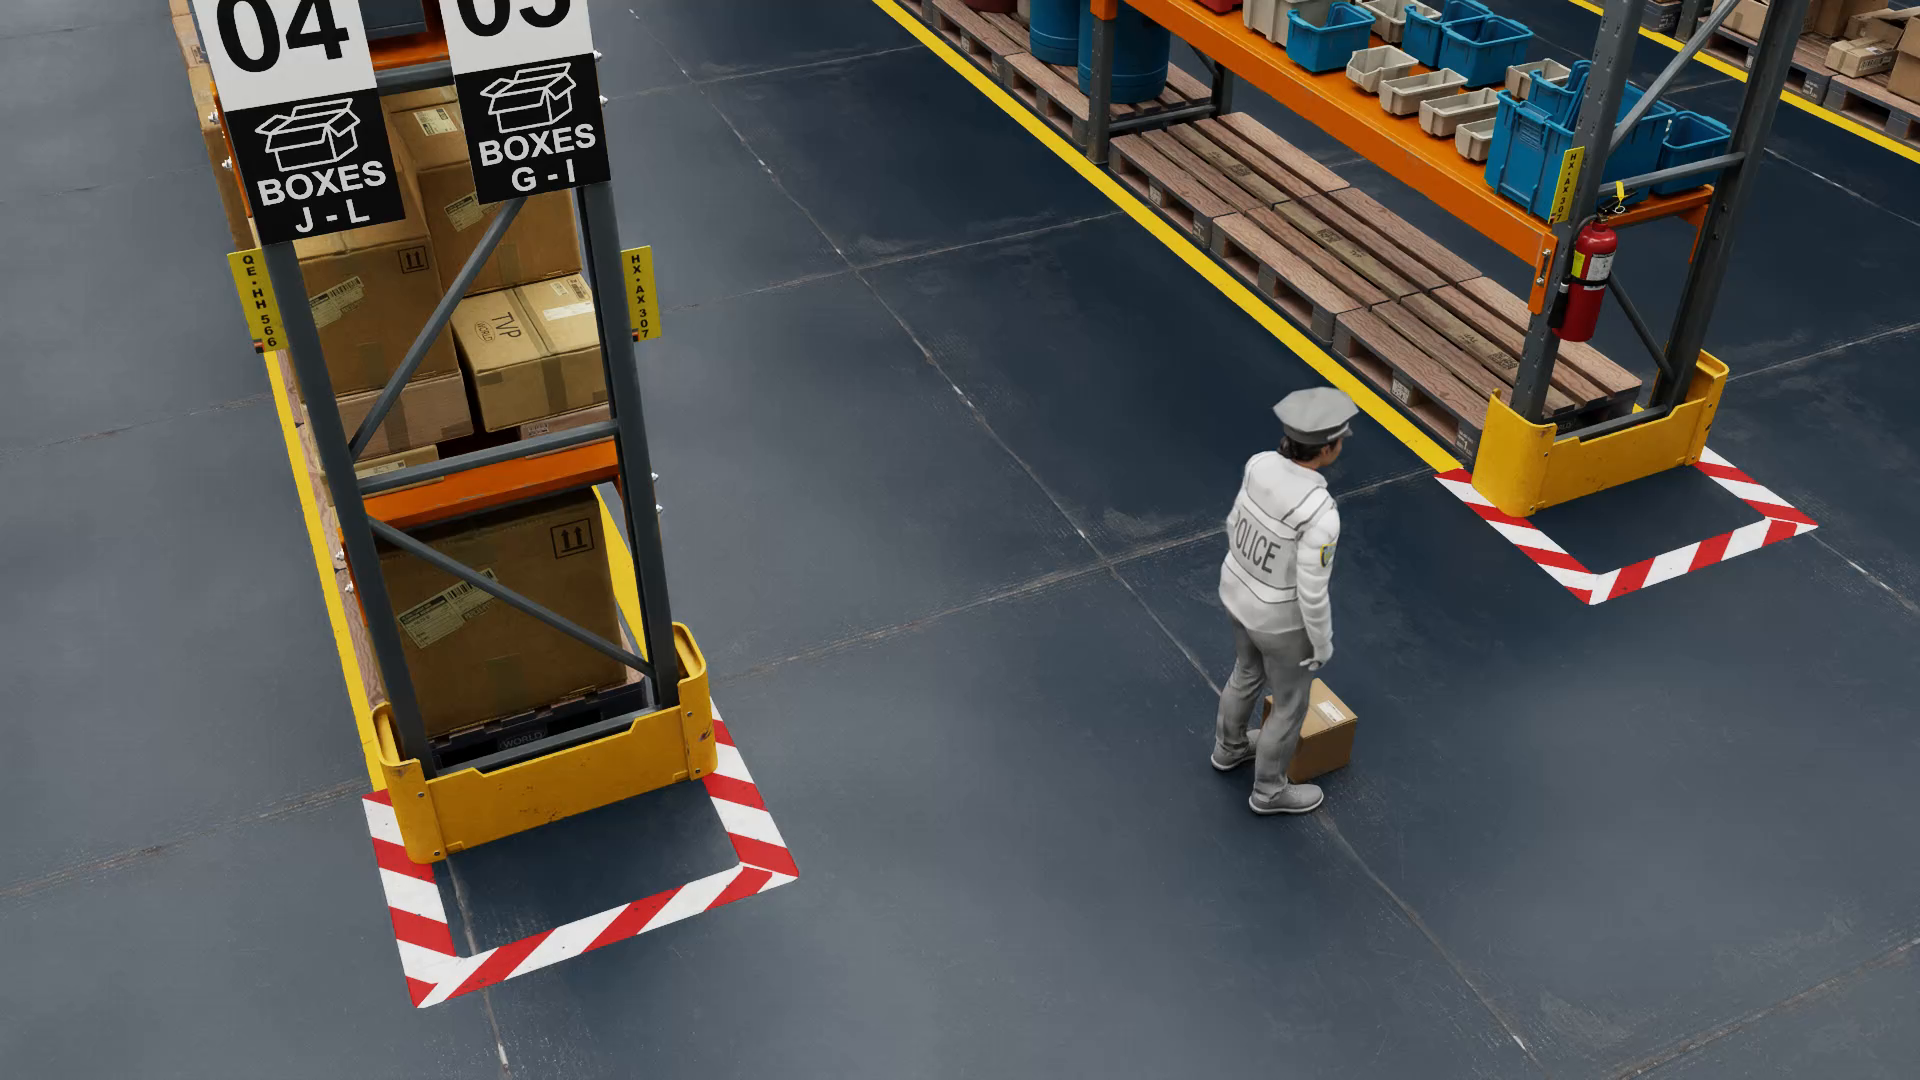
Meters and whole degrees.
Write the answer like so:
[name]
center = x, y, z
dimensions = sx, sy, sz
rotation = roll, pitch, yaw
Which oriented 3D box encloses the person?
[person]
center = 1.109, 0.238, 5.837
dimensions = 0.357, 1.663, 0.529
rotation = -16, 40, -20
